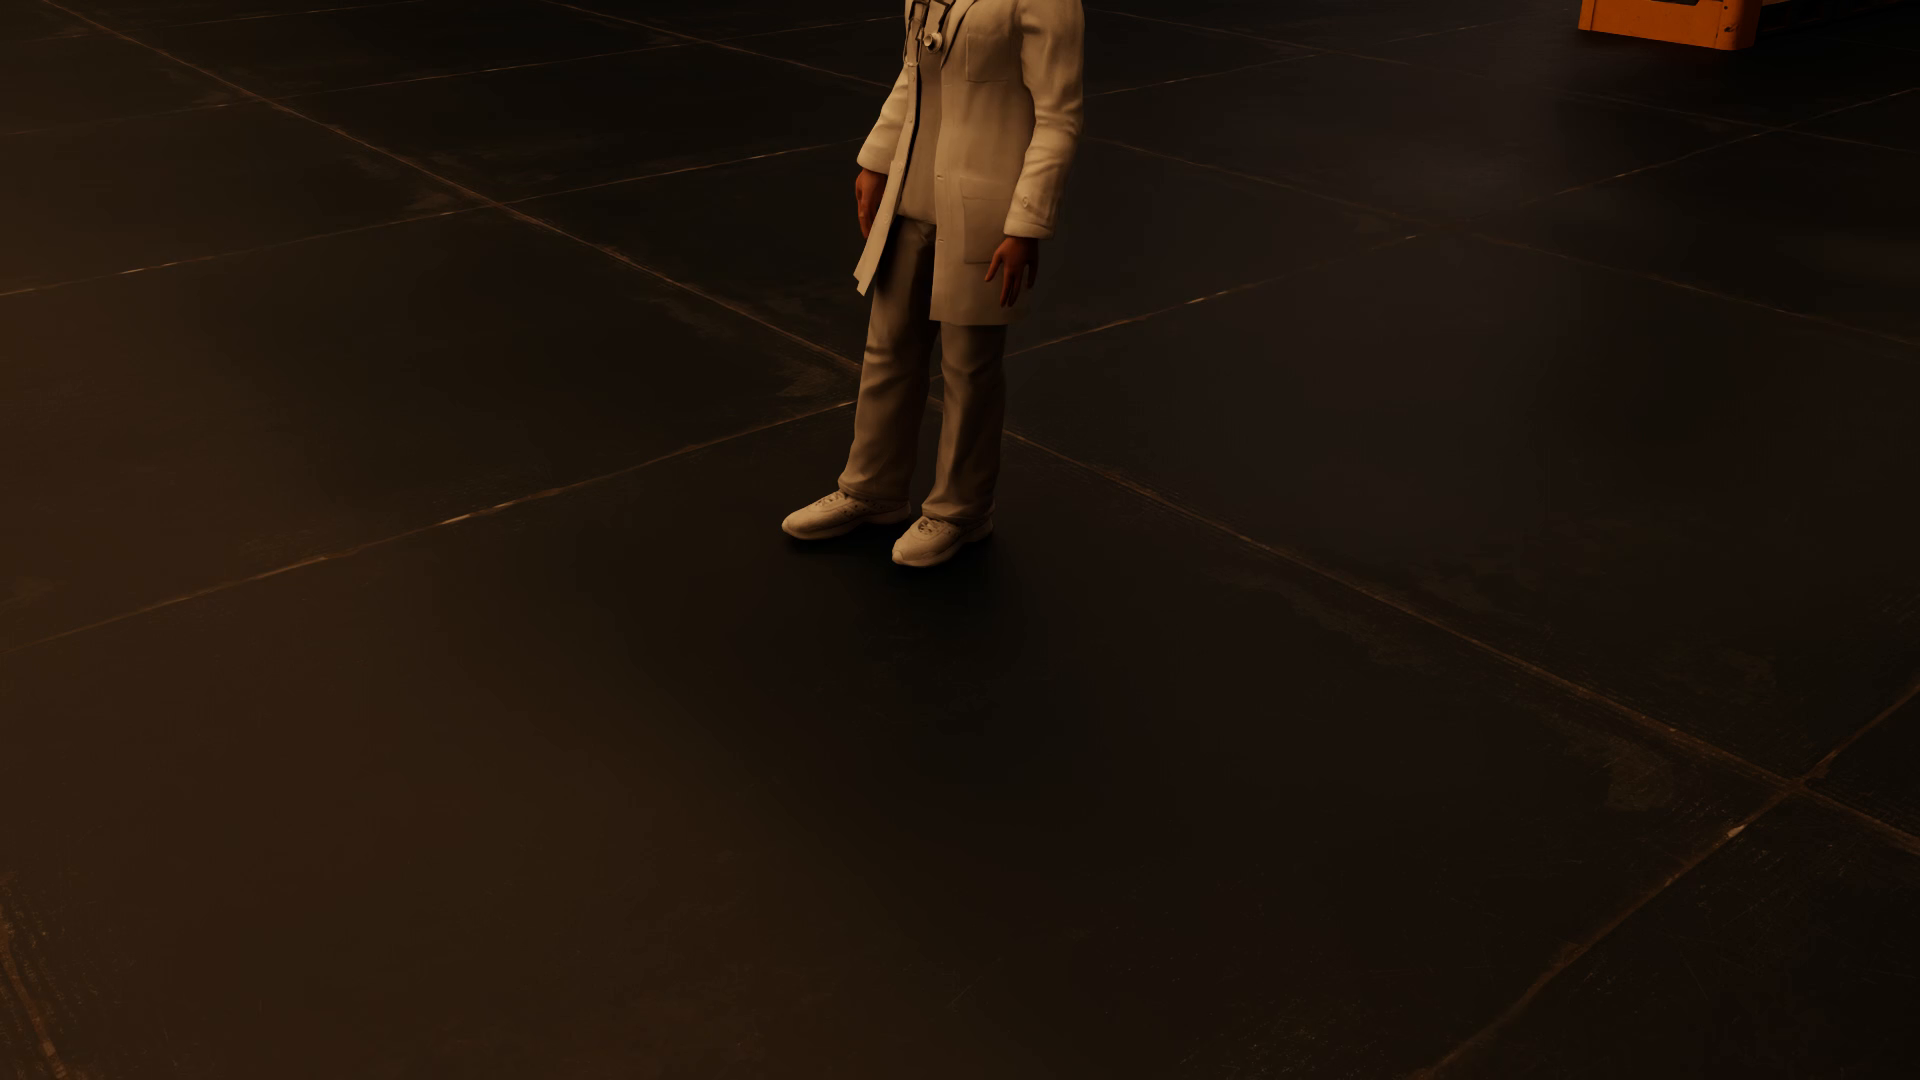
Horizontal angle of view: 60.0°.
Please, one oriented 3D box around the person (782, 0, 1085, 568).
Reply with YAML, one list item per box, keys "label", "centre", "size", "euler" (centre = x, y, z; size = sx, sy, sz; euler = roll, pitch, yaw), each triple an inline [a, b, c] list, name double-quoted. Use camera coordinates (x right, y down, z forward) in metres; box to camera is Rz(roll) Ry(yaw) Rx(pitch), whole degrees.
- label: "person"
  centre: [-0.072, -0.779, 4.054]
  size: [0.581, 1.776, 0.696]
  euler: [-20, 33, -35]
